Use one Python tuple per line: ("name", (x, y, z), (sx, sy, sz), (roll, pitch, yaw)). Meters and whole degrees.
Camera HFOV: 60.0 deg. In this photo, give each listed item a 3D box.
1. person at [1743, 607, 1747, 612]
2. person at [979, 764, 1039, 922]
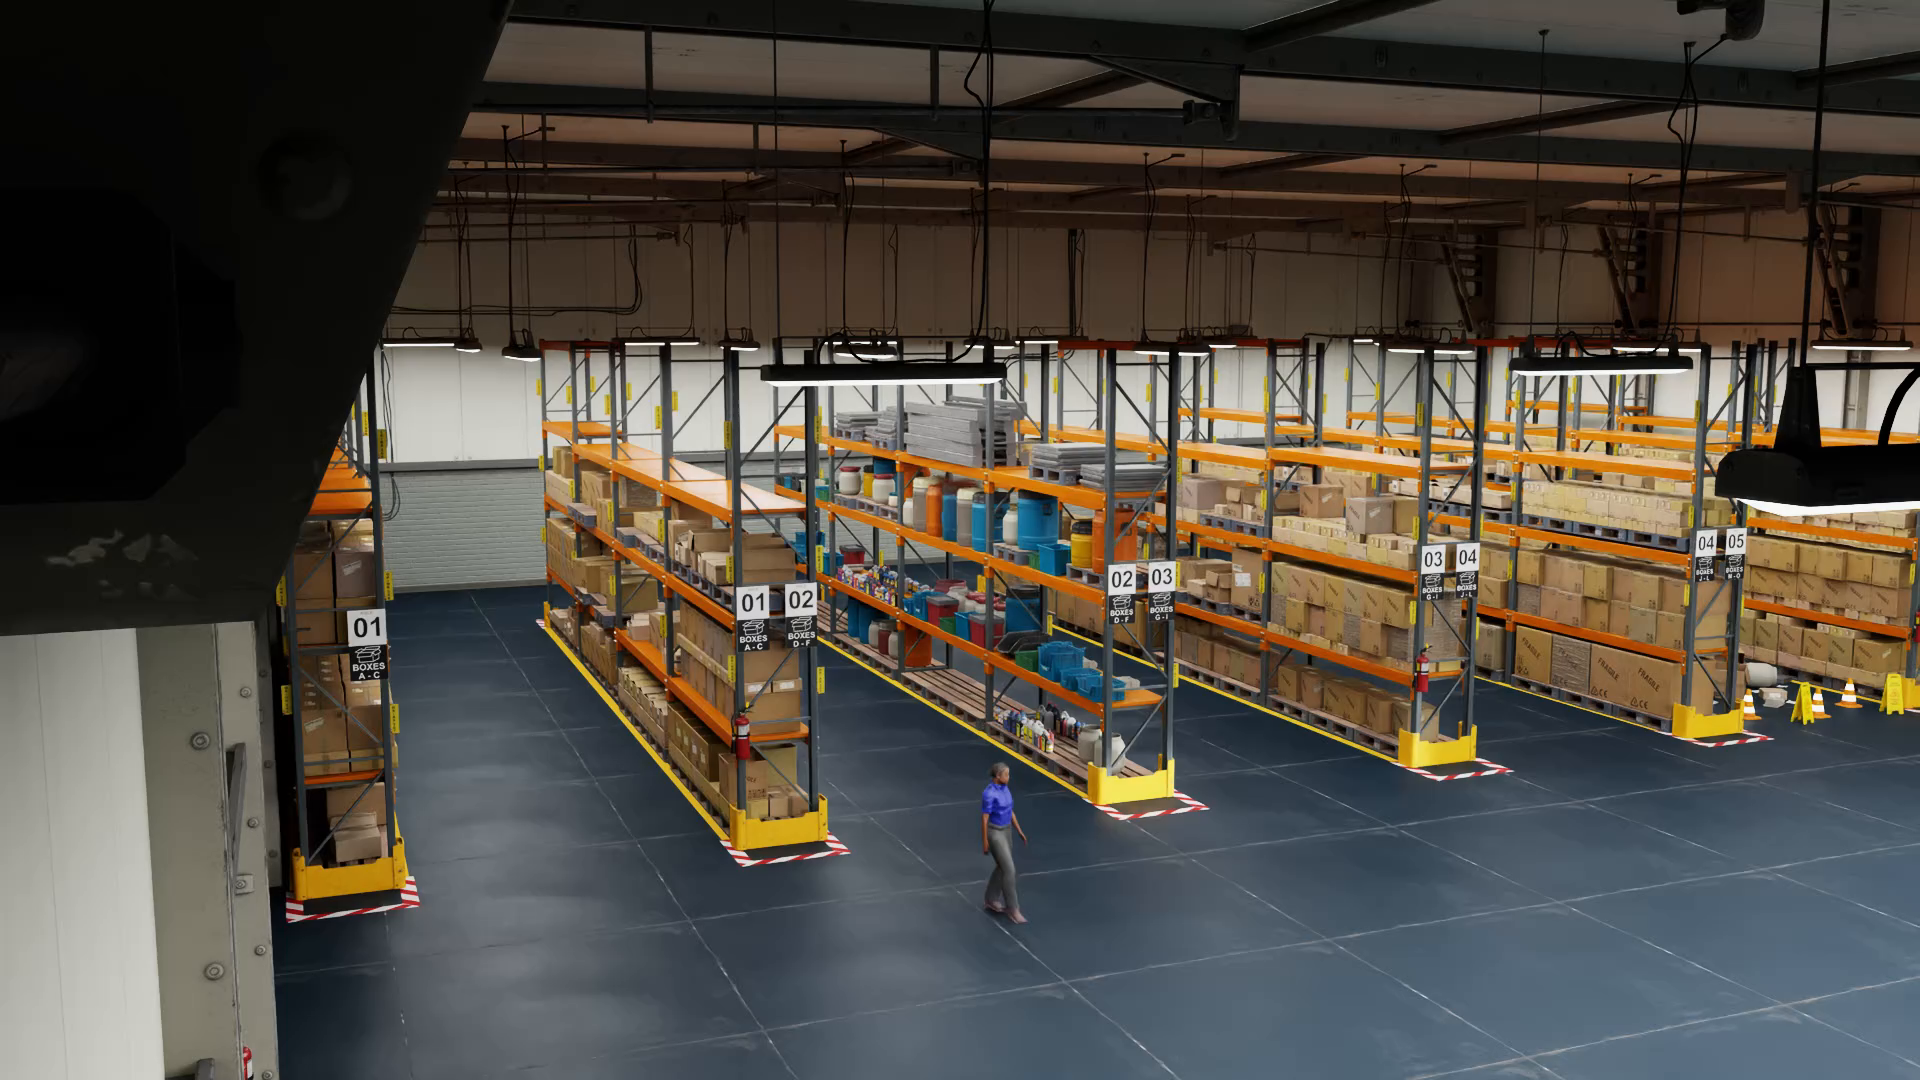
("person", (16.184, 1.135, 33.768), (0.471, 1.615, 0.887), (-6, 9, -37))
("person", (0.551, 3.232, 17.840), (0.683, 1.643, 0.471), (2, 8, 17))
